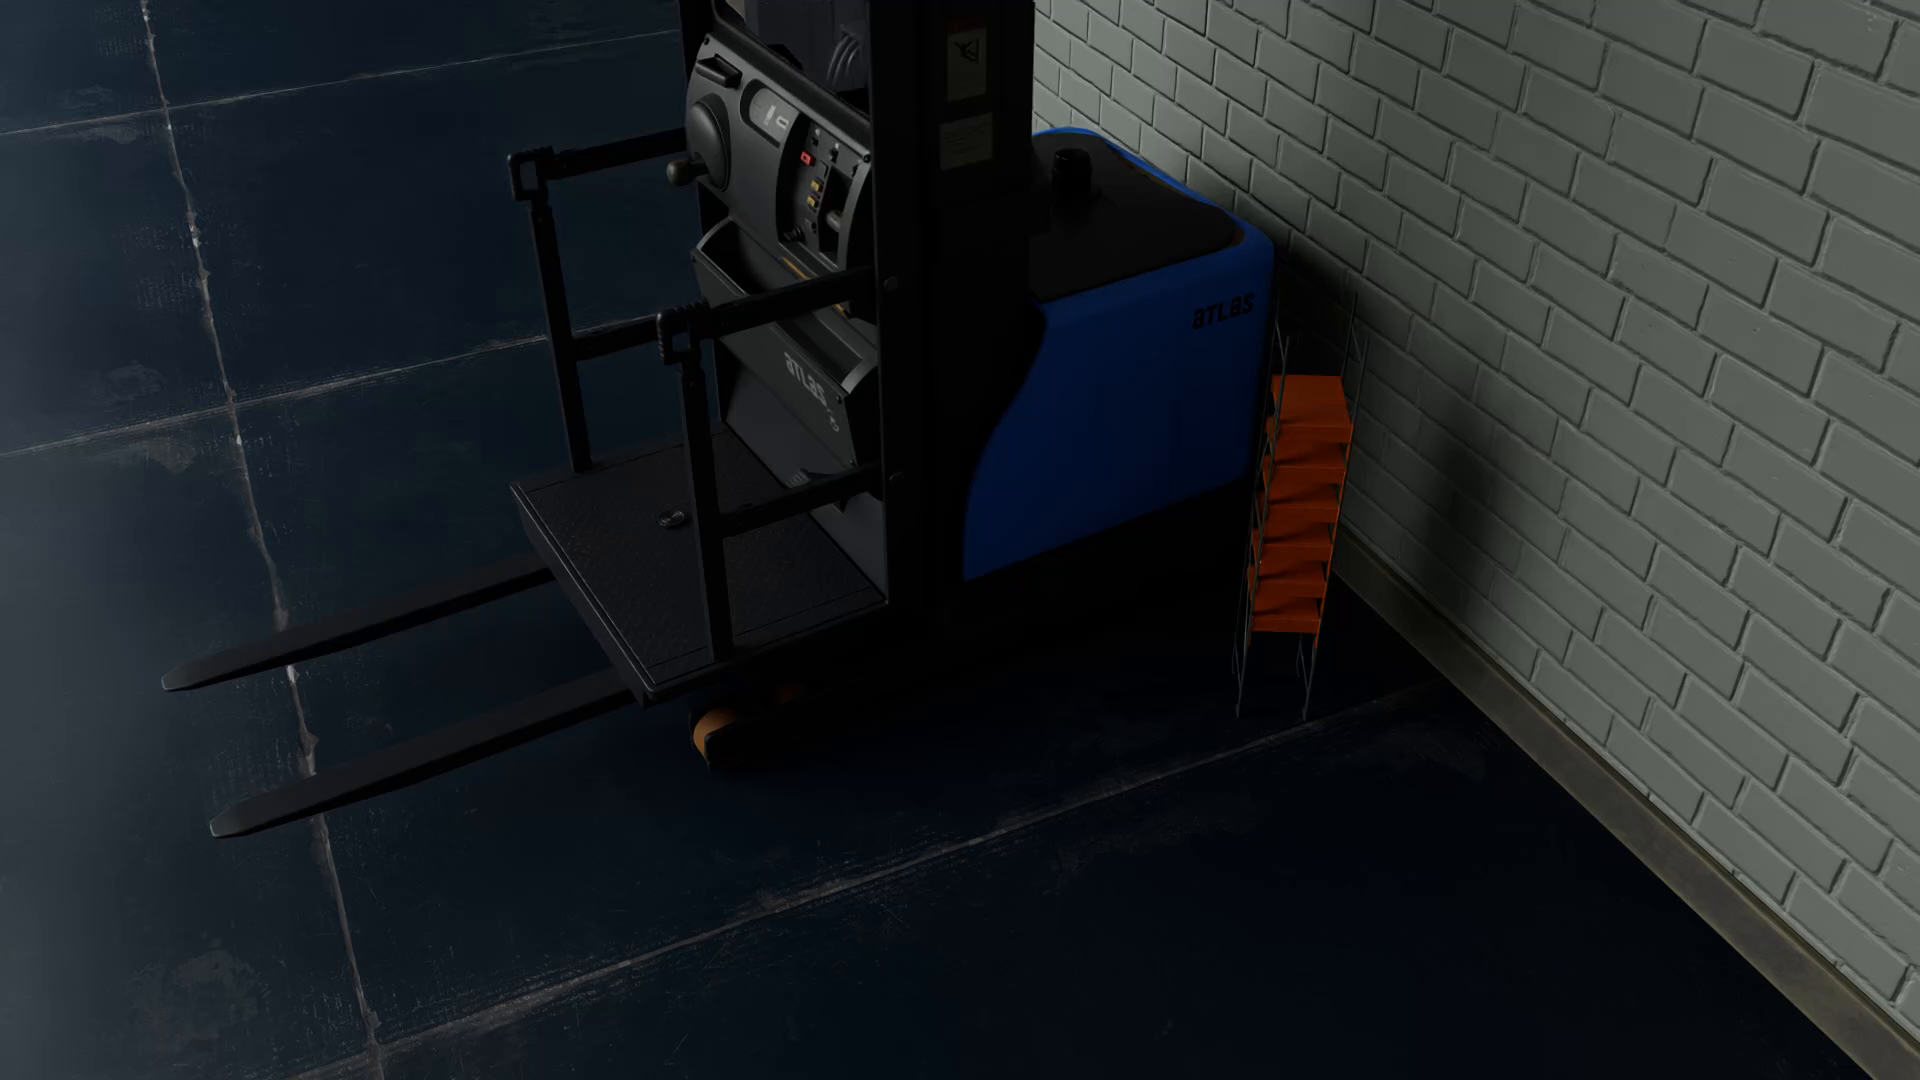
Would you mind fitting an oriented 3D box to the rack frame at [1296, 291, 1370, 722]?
[{"bbox_3d":[0.957,-0.053,4.314,0.006,1.200,0.240,2,37,3],"label":"rack frame"}]

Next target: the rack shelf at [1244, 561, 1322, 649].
[{"bbox_3d":[0.866,0.172,4.488,0.180,0.103,0.258,2,37,3],"label":"rack shelf"}]

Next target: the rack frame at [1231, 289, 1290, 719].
[{"bbox_3d":[0.774,-0.060,4.324,0.006,1.200,0.240,2,37,3],"label":"rack frame"}]

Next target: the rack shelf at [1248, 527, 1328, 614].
[{"bbox_3d":[0.866,0.076,4.417,0.180,0.103,0.258,2,37,3],"label":"rack shelf"}]

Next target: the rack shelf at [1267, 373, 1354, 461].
[{"bbox_3d":[0.866,-0.310,4.131,0.180,0.103,0.258,2,37,3],"label":"rack shelf"}]

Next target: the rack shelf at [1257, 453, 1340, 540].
[{"bbox_3d":[0.866,-0.117,4.274,0.180,0.103,0.258,2,37,3],"label":"rack shelf"}]

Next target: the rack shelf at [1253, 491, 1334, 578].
[{"bbox_3d":[0.866,-0.021,4.345,0.180,0.103,0.258,2,37,3],"label":"rack shelf"}]

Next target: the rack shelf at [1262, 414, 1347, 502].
[{"bbox_3d":[0.866,-0.213,4.202,0.180,0.103,0.258,2,37,3],"label":"rack shelf"}]

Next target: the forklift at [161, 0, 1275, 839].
[{"bbox_3d":[-0.640,-0.931,4.045,3.031,2.935,1.130,-20,41,-25],"label":"forklift"}]

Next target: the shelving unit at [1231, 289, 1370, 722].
[{"bbox_3d":[0.866,-0.056,4.319,0.189,1.200,0.258,2,37,3],"label":"shelving unit"}]
